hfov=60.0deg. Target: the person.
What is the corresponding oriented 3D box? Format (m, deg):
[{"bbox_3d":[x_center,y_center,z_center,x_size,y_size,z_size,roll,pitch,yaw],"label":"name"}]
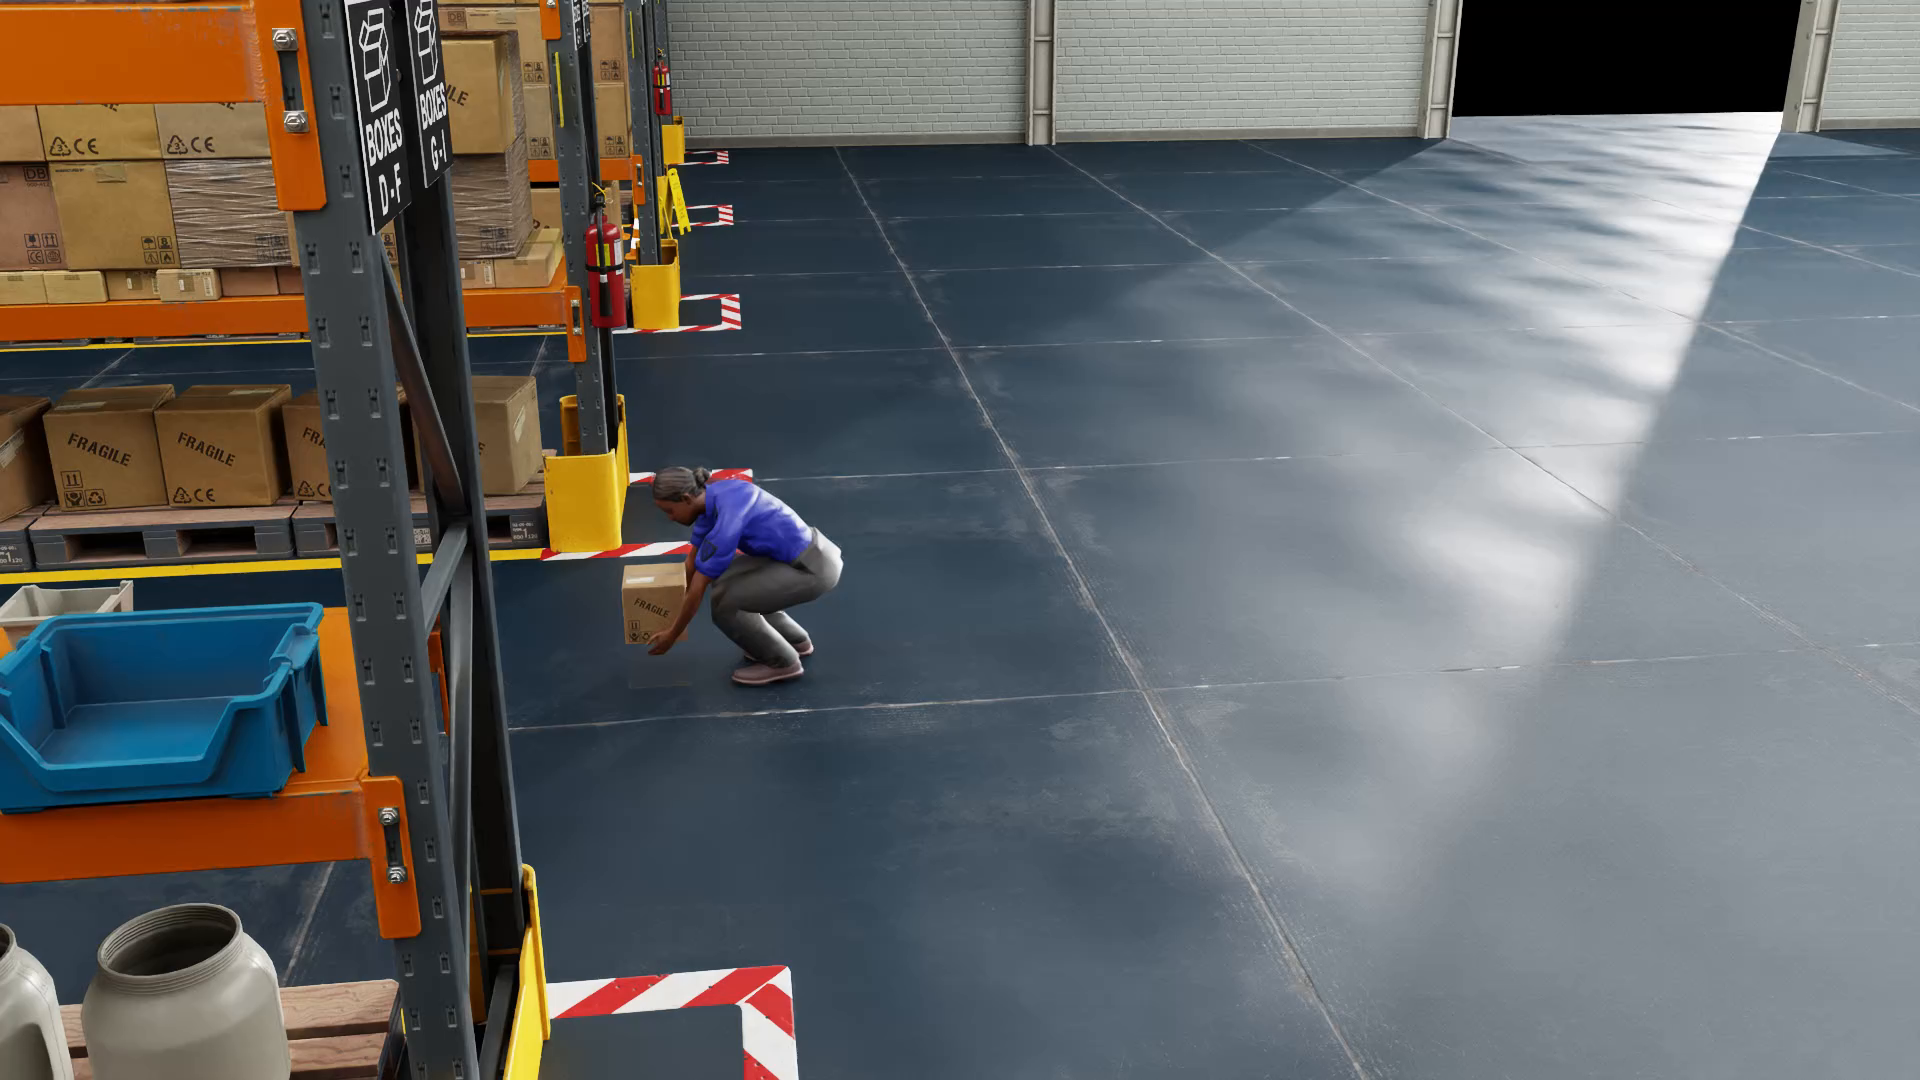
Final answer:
[{"bbox_3d":[-0.890,0.119,6.820,0.824,0.936,0.482,-3,20,-8],"label":"person"}]
